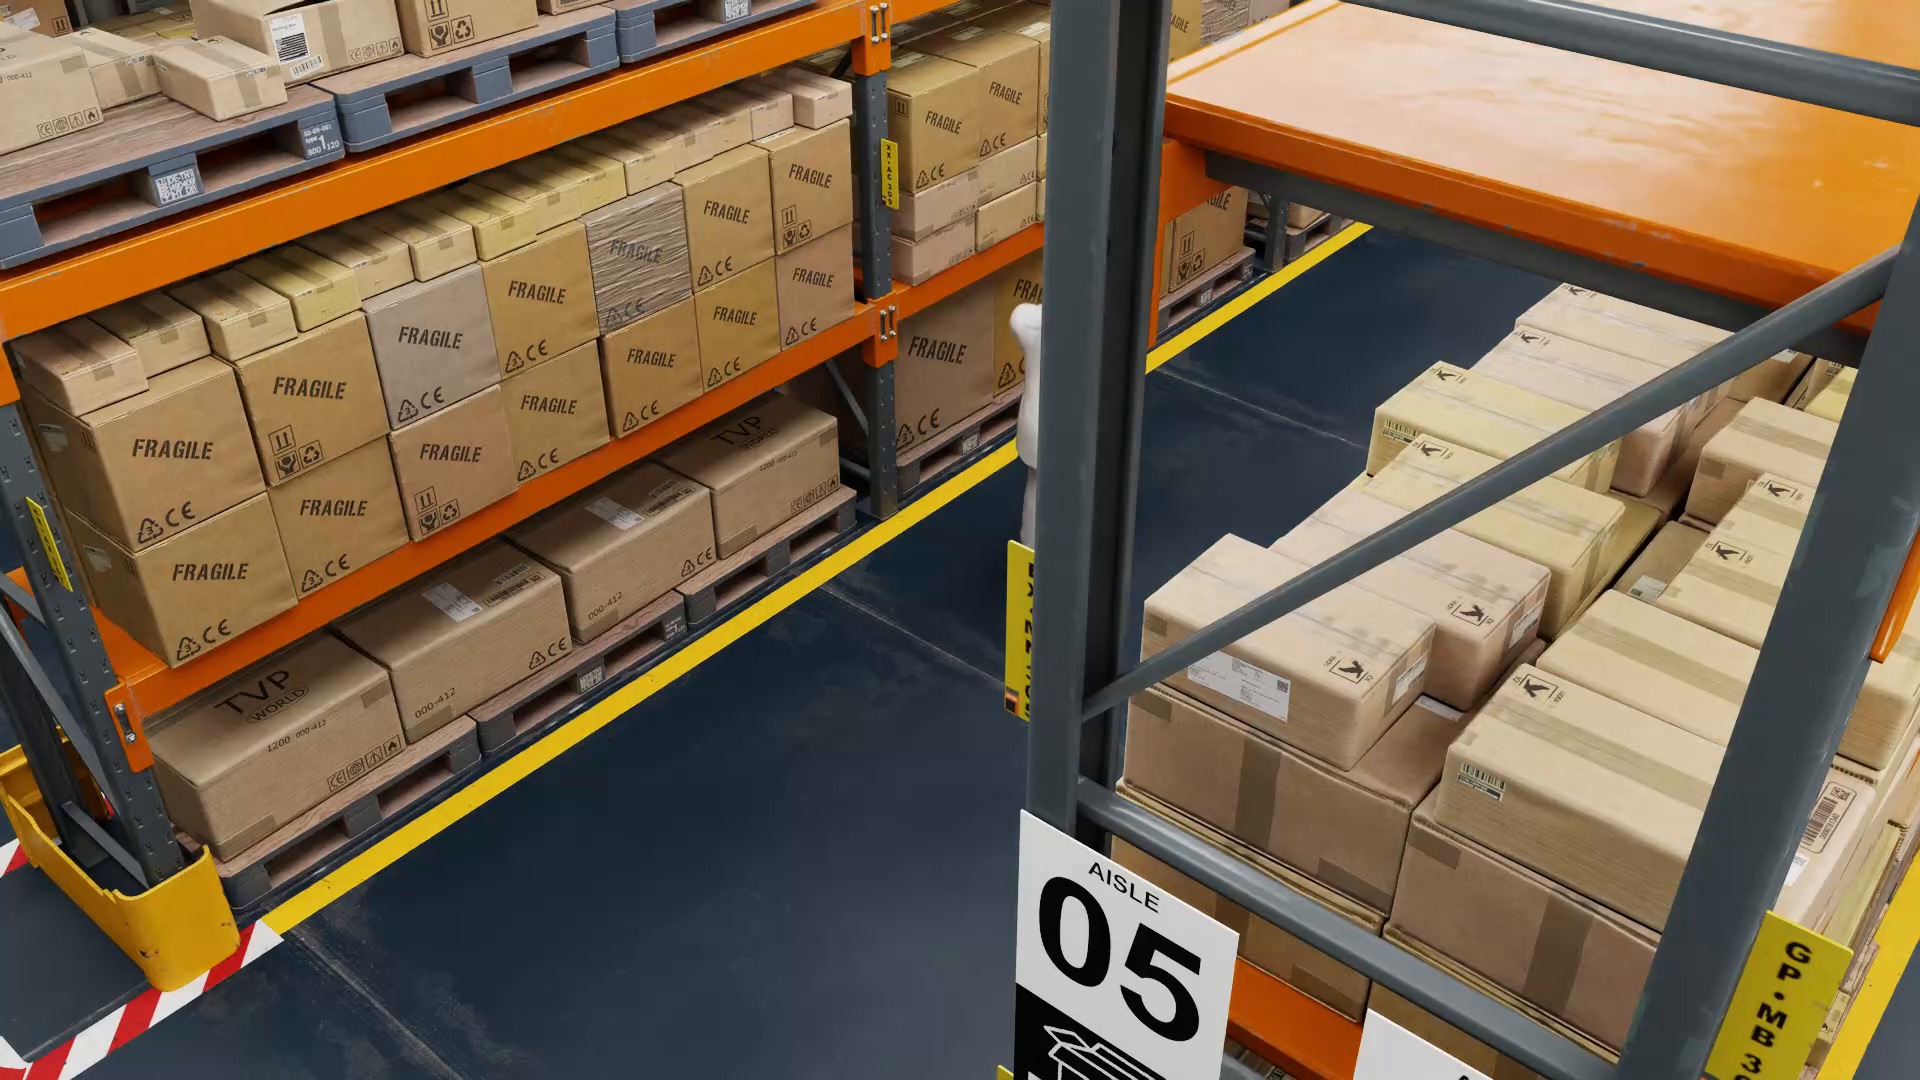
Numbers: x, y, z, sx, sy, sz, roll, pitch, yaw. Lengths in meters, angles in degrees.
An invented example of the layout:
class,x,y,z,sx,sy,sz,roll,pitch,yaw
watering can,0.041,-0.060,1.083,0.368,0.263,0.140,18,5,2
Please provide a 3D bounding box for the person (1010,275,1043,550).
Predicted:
class,x,y,z,sx,sy,sz,roll,pitch,yaw
person,0.546,-0.632,8.172,0.527,1.776,0.545,16,38,22
